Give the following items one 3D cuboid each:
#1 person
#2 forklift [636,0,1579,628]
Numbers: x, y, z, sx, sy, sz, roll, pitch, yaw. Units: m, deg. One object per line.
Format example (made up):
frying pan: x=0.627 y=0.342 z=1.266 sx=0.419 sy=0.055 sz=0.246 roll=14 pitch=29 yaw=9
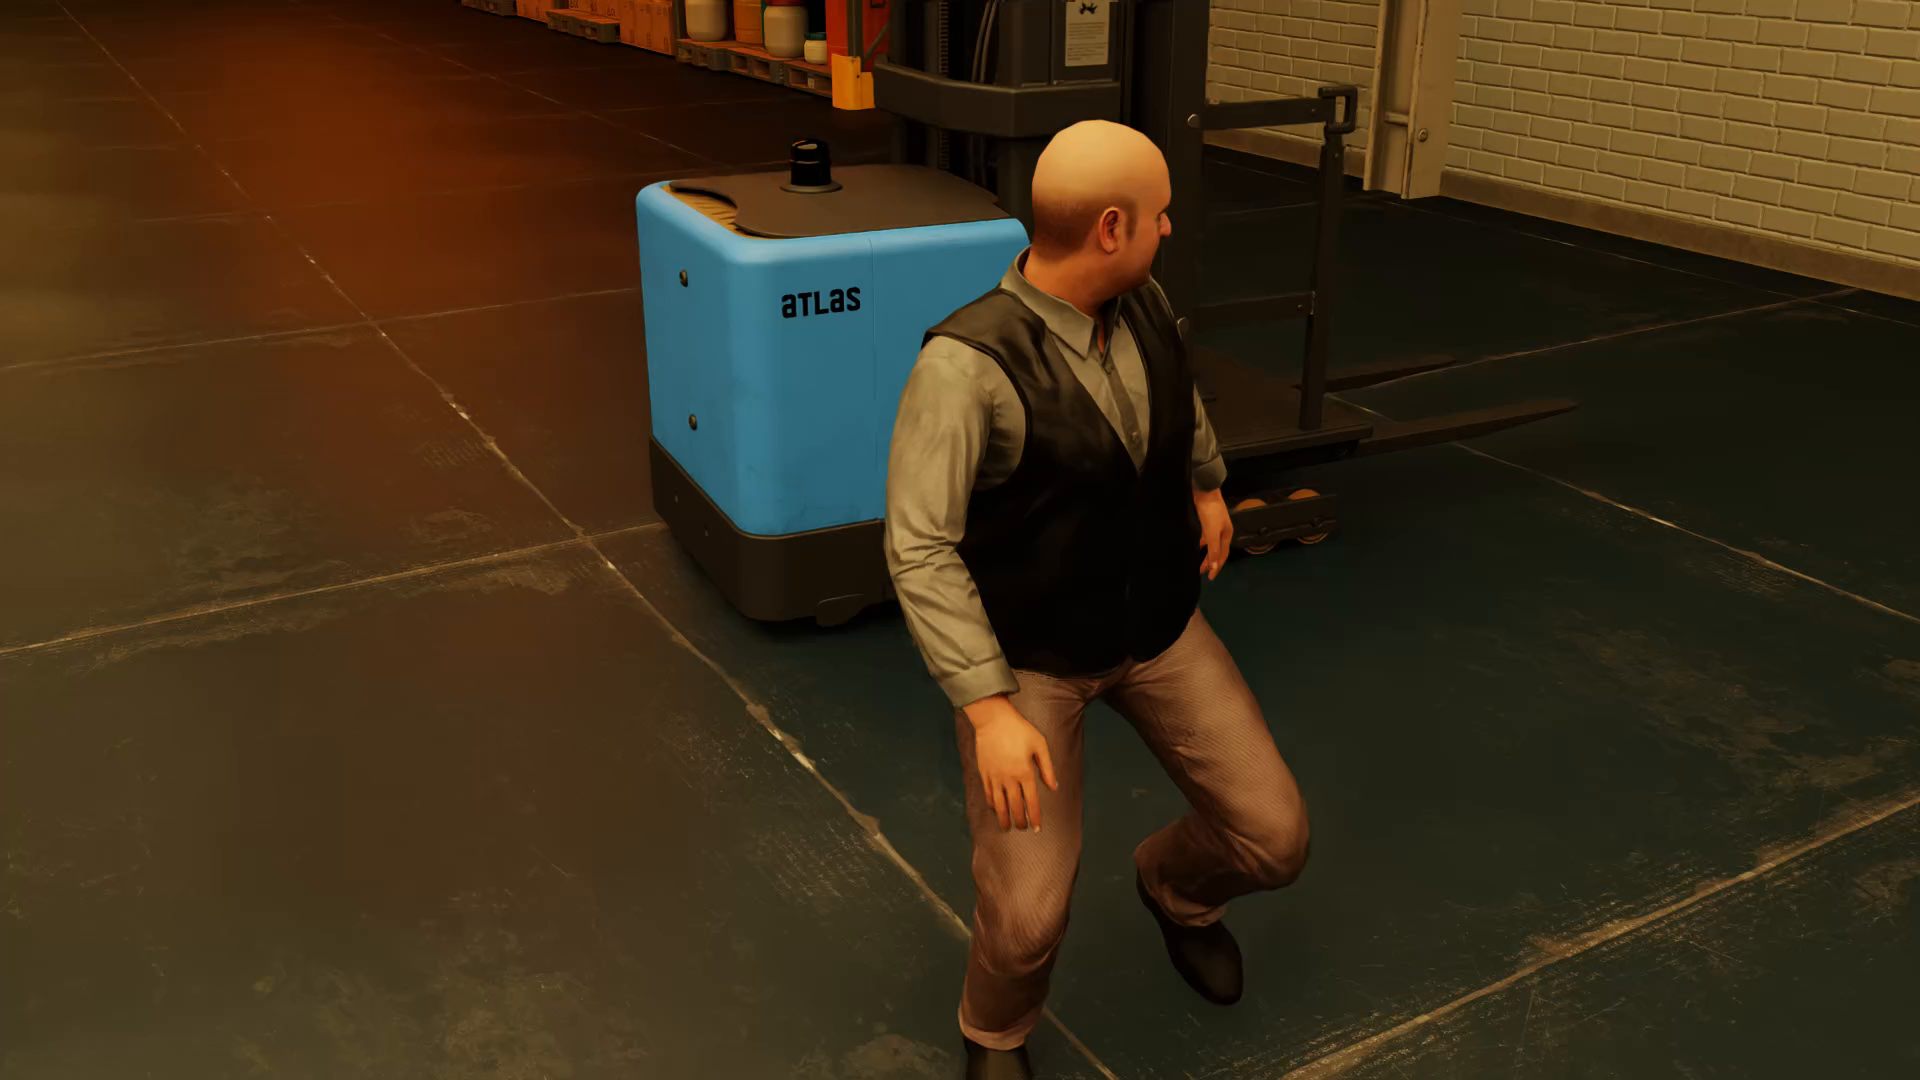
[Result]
person: x=0.224 y=0.208 z=2.656 sx=0.802 sy=1.523 sz=0.596 roll=-11 pitch=25 yaw=-25
forklift: x=0.601 y=-1.482 z=4.886 sx=3.031 sy=2.935 sz=1.130 roll=-10 pitch=24 yaw=-23
